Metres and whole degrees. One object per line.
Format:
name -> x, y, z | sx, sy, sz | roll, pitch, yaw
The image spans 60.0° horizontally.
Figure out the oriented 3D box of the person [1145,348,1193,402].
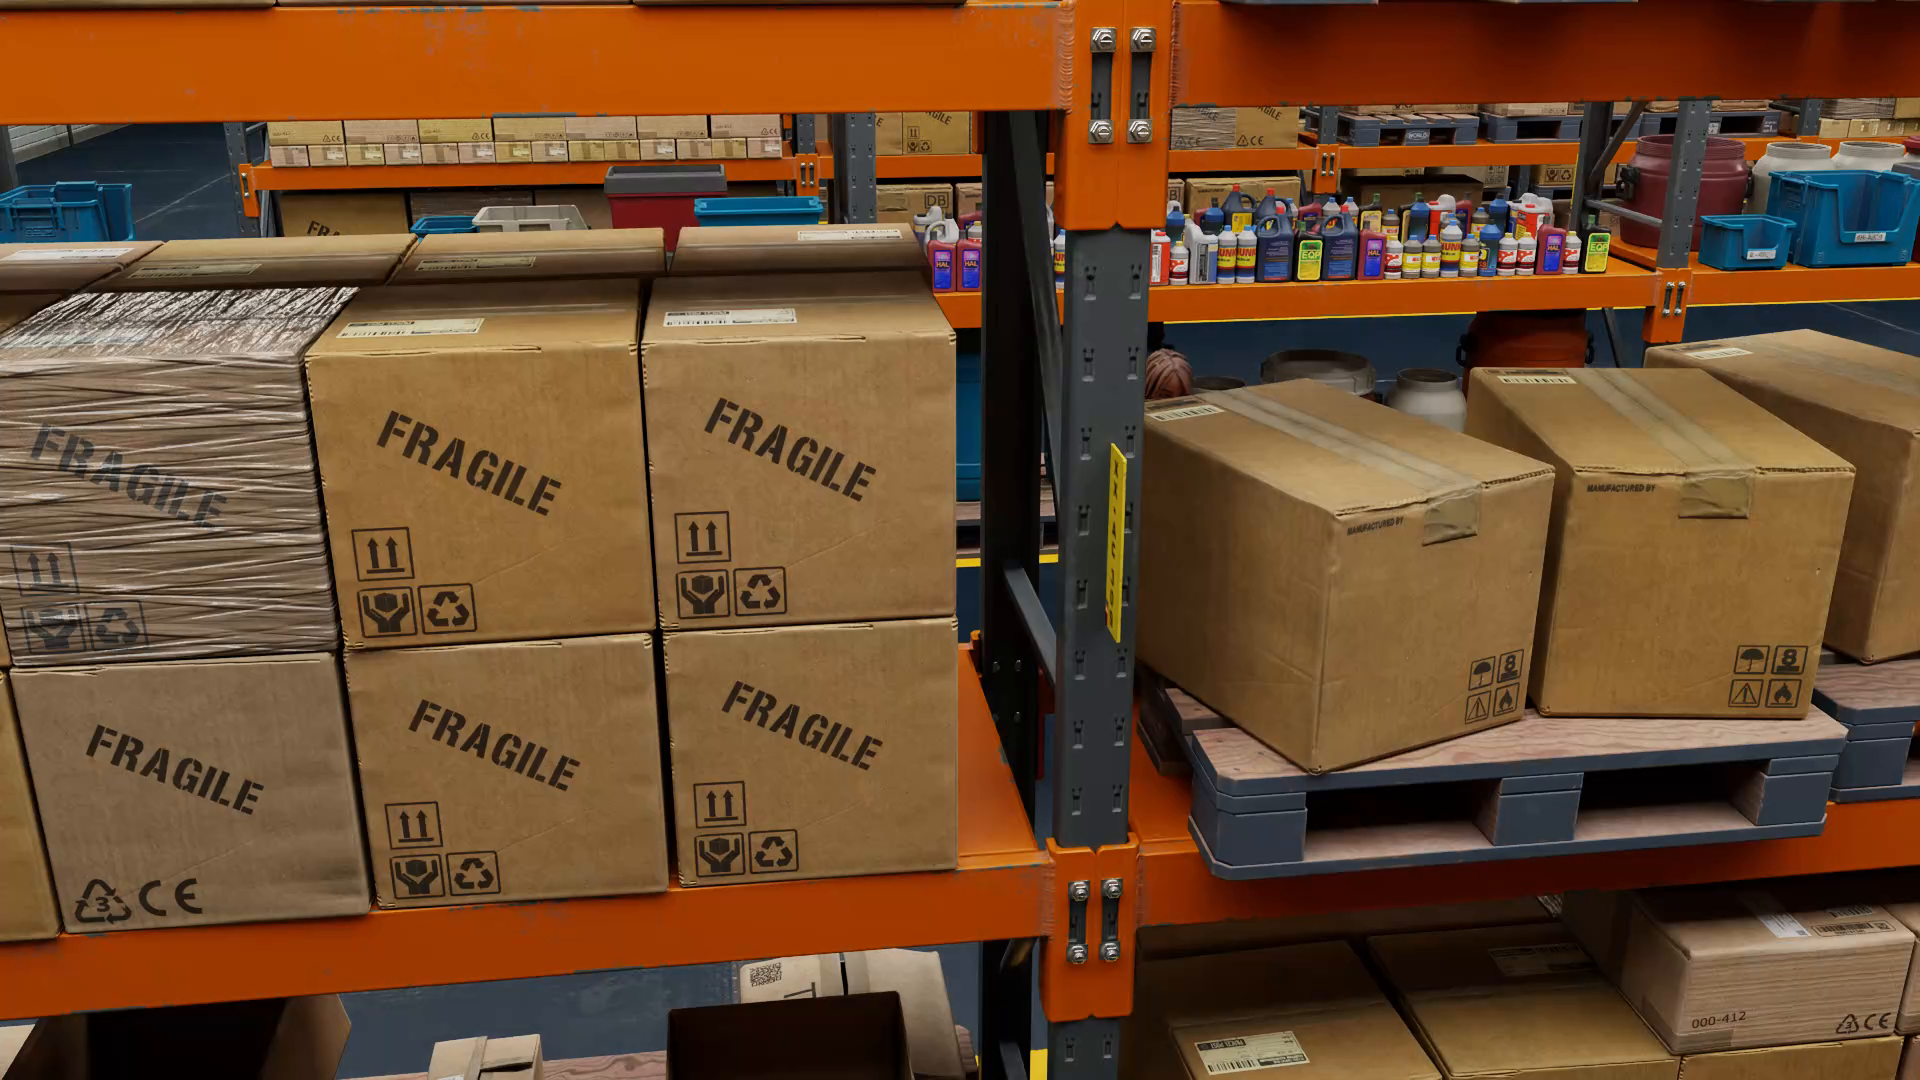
person -> 0.660, 0.101, 5.820 | 0.476, 1.592, 0.348 | -3, 21, -9
